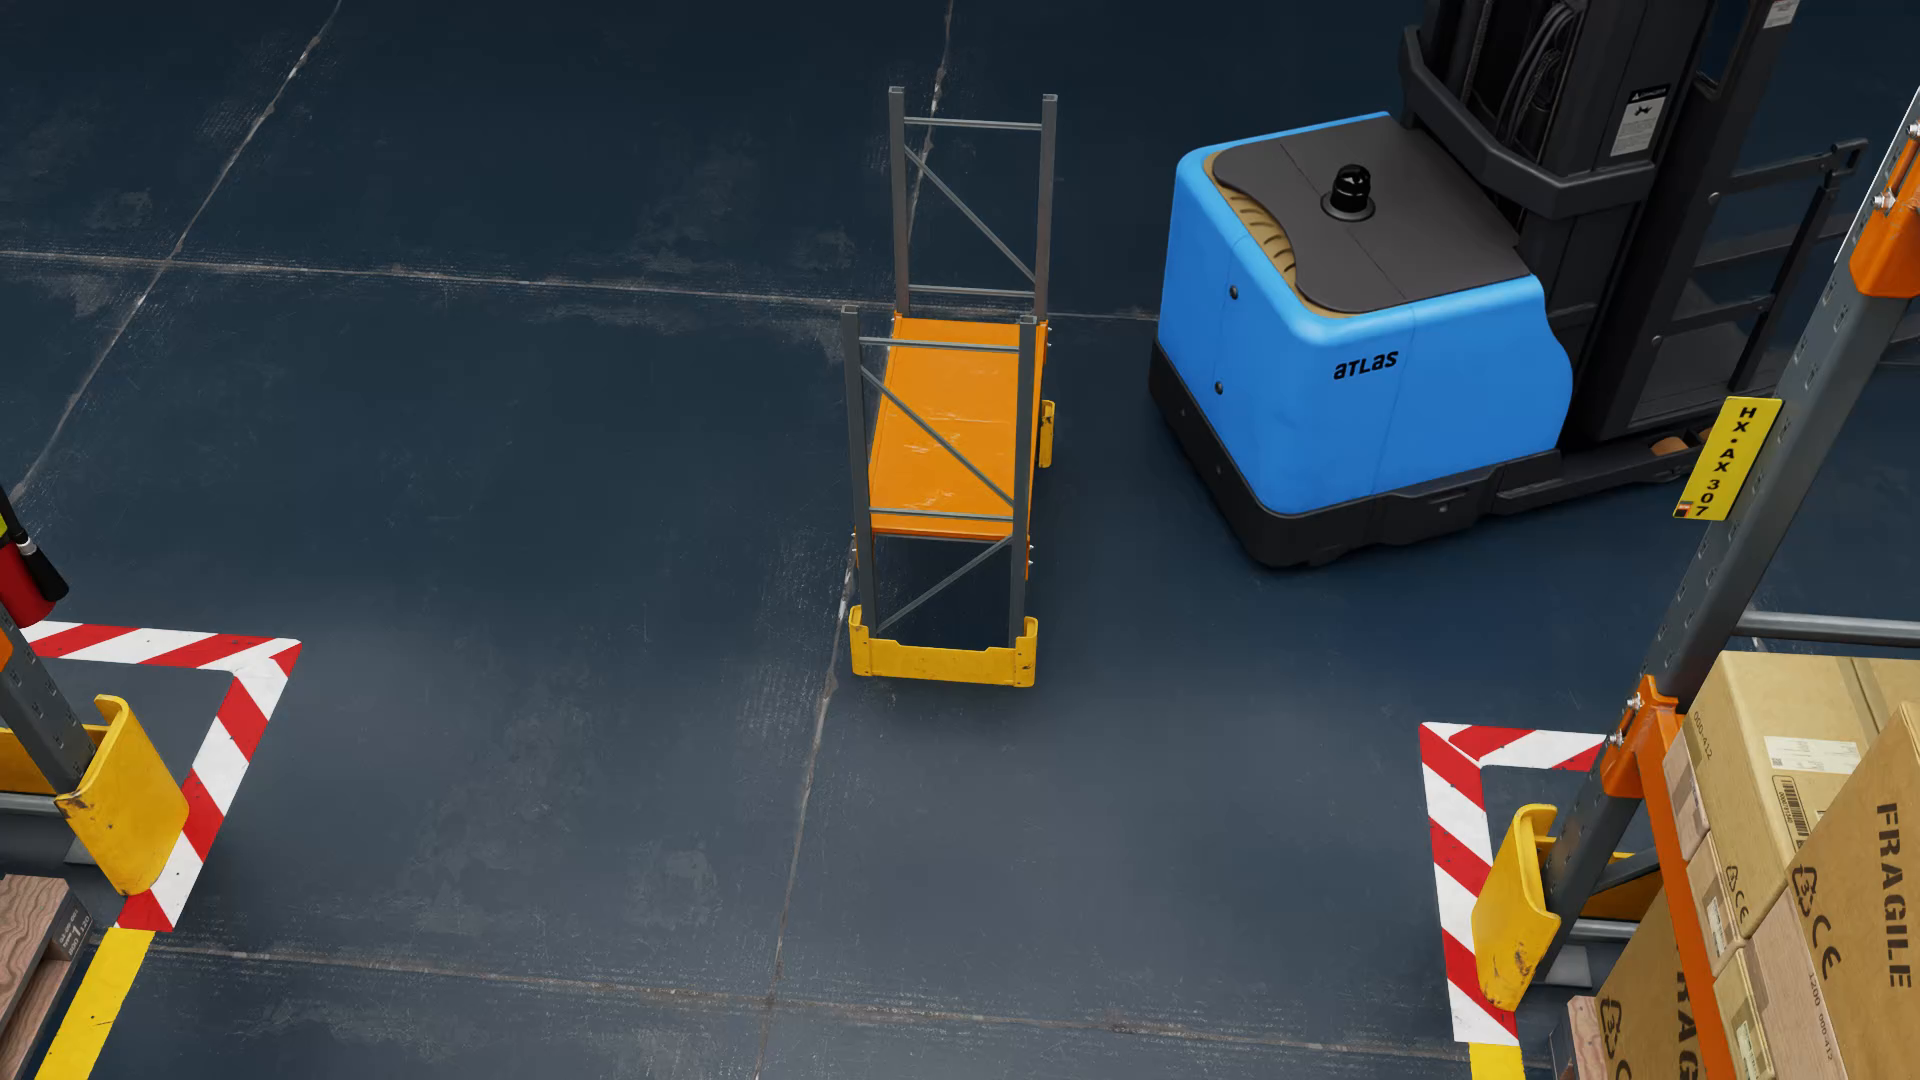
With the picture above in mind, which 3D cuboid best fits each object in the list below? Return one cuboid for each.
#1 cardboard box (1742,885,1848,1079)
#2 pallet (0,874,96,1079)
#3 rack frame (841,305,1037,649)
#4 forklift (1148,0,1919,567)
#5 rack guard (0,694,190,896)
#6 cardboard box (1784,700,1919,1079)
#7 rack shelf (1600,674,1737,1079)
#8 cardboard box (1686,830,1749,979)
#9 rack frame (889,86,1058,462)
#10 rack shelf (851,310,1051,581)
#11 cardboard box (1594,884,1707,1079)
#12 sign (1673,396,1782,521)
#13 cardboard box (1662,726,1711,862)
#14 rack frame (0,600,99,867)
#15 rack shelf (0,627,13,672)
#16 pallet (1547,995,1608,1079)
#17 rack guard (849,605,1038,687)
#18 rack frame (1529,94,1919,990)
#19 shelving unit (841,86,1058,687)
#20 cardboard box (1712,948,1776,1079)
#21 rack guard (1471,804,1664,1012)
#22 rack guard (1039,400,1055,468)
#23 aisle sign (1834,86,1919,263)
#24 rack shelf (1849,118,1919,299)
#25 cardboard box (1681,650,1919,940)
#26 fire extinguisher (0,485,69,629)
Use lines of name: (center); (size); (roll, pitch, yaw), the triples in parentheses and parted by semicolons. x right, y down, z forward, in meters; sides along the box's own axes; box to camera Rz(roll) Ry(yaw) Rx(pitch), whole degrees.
cardboard box: (1.680, 0.874, 2.818); (0.500, 0.250, 0.500); (3, 48, 3)
pallet: (-3.013, 1.418, 4.310); (1.003, 0.211, 1.213); (4, 48, 4)
rack frame: (-0.054, -0.070, 4.798); (0.500, 1.500, 0.032); (4, 48, 4)
forklift: (2.273, -1.552, 5.183); (3.031, 2.935, 1.130); (-14, 49, -12)
rack guard: (-2.910, 0.699, 4.772); (1.175, 0.500, 0.348); (4, 48, 4)
cardboard box: (1.675, 0.606, 2.555); (0.500, 0.500, 0.500); (3, 48, 3)
rack shelf: (1.851, 1.919, 2.449); (1.077, 0.370, 4.000); (4, 48, 4)
cardboard box: (1.651, 0.719, 3.230); (0.380, 0.149, 0.250); (3, 48, 3)
rack frame: (0.039, -0.817, 5.481); (0.500, 1.500, 0.032); (4, 48, 4)
rack shelf: (-0.008, -0.322, 5.272); (0.538, 0.185, 1.000); (4, 48, 4)
cardboard box: (2.055, 1.258, 3.722); (0.875, 0.875, 0.875); (4, 48, 4)
sign: (1.481, -0.154, 3.217); (0.100, 0.325, 0.005); (4, 48, 4)
cardboard box: (1.672, 0.530, 3.402); (0.380, 0.149, 0.250); (4, 48, 4)
rack frame: (-2.899, -0.126, 3.833); (1.000, 3.000, 0.127); (4, 48, 4)
rack shelf: (-3.081, 1.586, 2.754); (1.077, 0.370, 4.000); (4, 48, 4)
pallet: (2.038, 1.741, 4.015); (1.003, 0.211, 1.213); (4, 48, 4)
rack guard: (-0.052, 0.338, 5.272); (0.587, 0.250, 0.087); (4, 48, 4)
rack frame: (2.033, 0.207, 3.528); (1.000, 3.000, 0.127); (4, 48, 4)
shelving unit: (-0.007, -0.450, 5.145); (0.587, 1.500, 1.083); (4, 48, 4)
cardboard box: (1.628, 0.907, 3.058); (0.380, 0.149, 0.250); (3, 48, 3)
rack guard: (2.036, 1.033, 4.466); (1.175, 0.500, 0.348); (4, 48, 4)
rack guard: (0.038, -0.394, 5.941); (0.587, 0.250, 0.087); (4, 48, 4)
aisle sign: (1.741, -0.743, 2.635); (0.394, 0.787, 0.004); (4, 48, 4)
rack shelf: (1.851, 0.907, 1.342); (1.077, 0.370, 4.000); (4, 48, 4)
cardboard box: (1.721, 0.492, 3.167); (0.500, 0.250, 0.500); (3, 48, 2)
fire extinguisher: (-2.433, -0.054, 4.072); (0.296, 0.674, 0.183); (4, 48, 4)
